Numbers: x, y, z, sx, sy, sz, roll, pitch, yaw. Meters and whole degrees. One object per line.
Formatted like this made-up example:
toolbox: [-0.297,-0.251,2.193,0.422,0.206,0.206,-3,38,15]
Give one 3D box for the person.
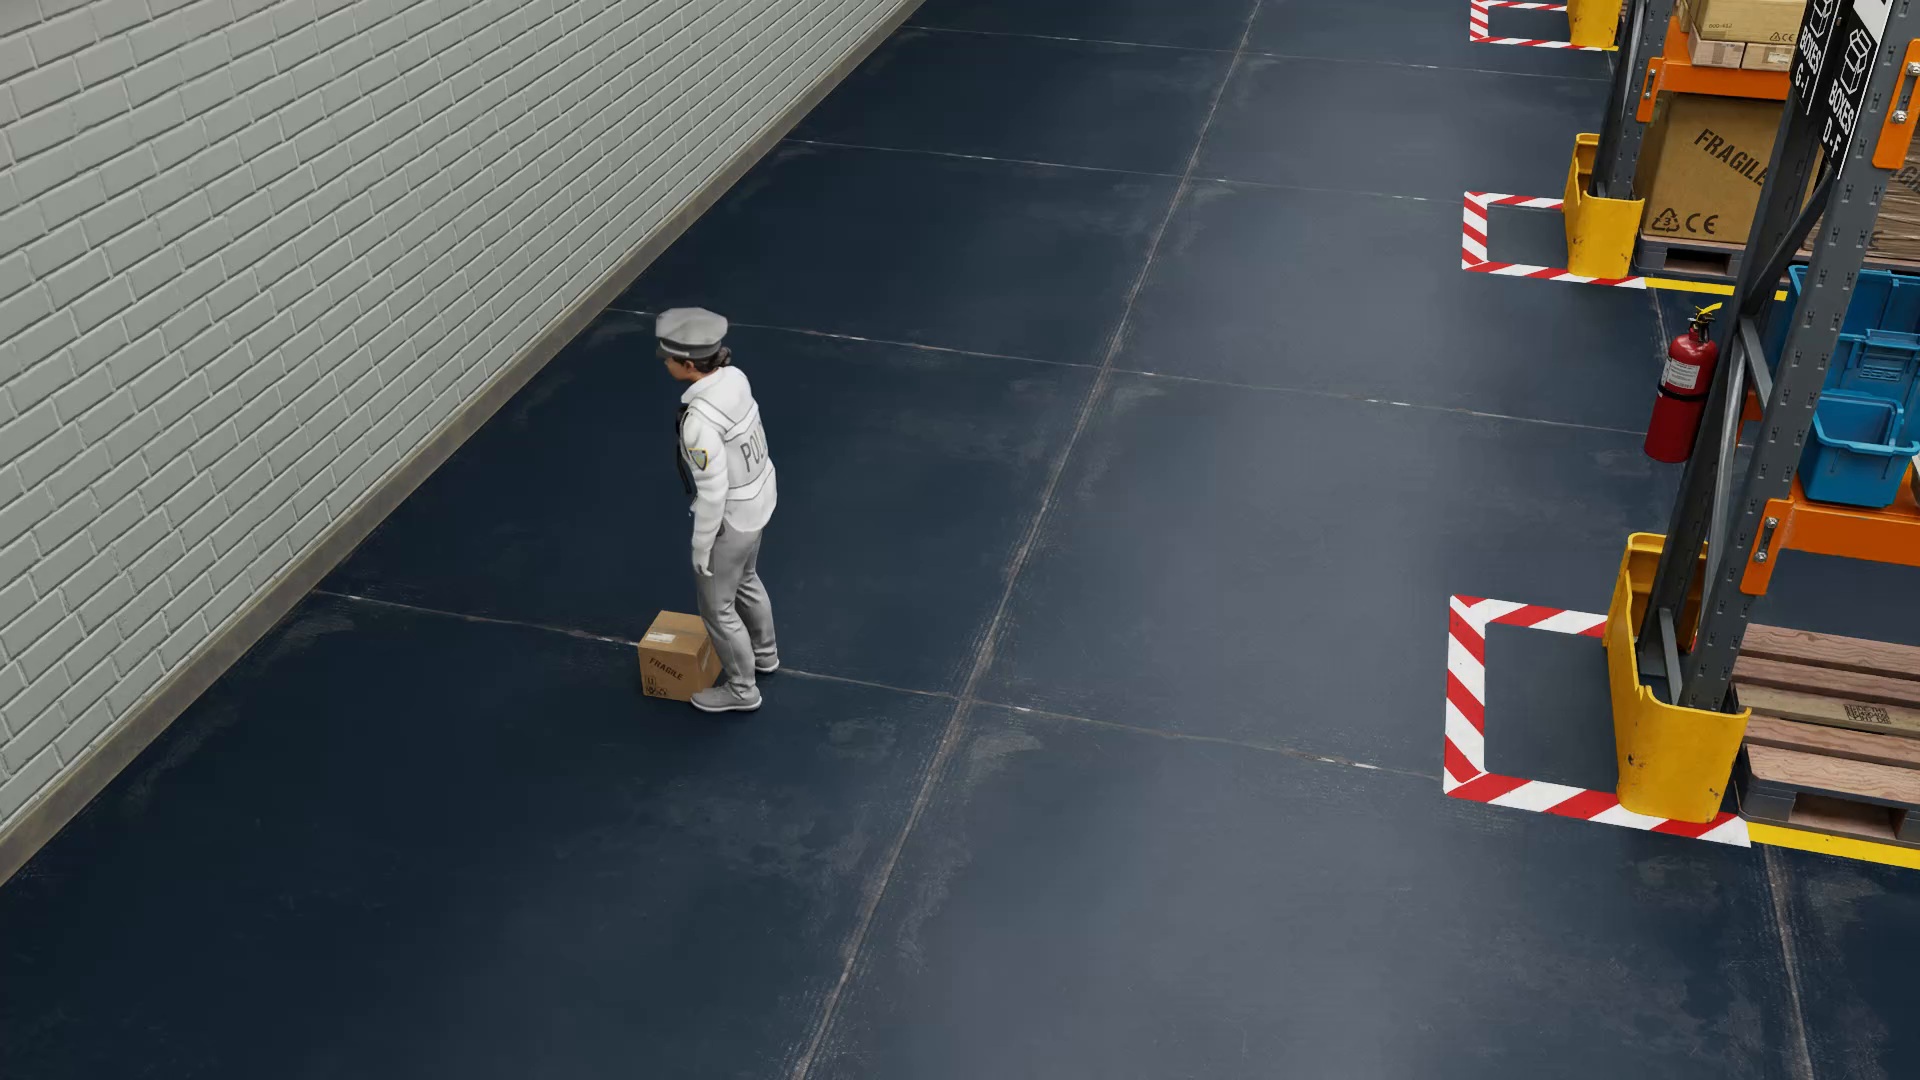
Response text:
person: [-0.889,-0.088,6.273,0.374,1.661,0.539,6,34,10]
